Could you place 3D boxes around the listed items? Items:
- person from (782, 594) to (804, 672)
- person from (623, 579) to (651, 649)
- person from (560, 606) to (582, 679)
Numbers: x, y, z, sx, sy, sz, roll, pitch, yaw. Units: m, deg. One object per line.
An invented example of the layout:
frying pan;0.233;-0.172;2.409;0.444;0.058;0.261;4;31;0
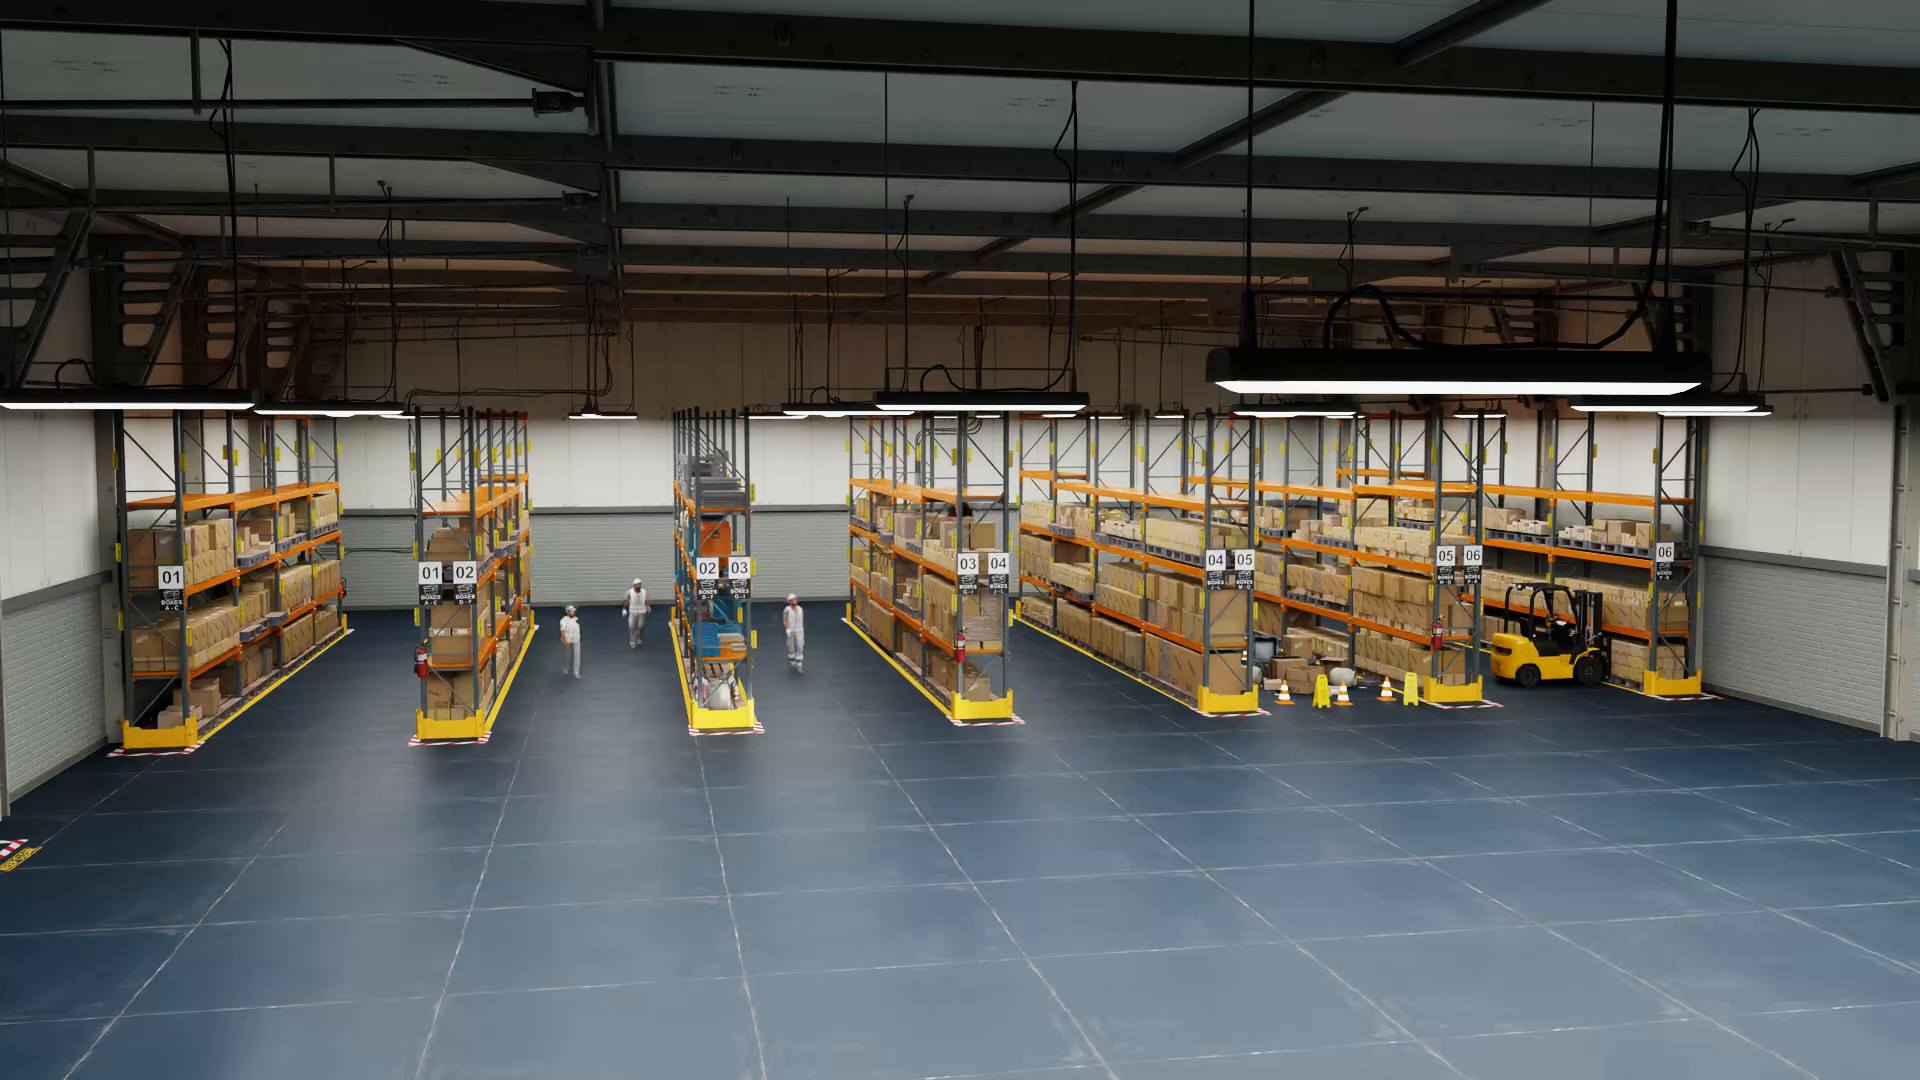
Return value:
person;-3.815;2.114;38.032;0.495;1.732;0.975;0;4;-6
person;-8.219;1.880;42.309;0.733;1.809;0.878;0;4;-5
person;-8.689;2.276;37.166;0.474;1.622;0.978;-1;4;-18
